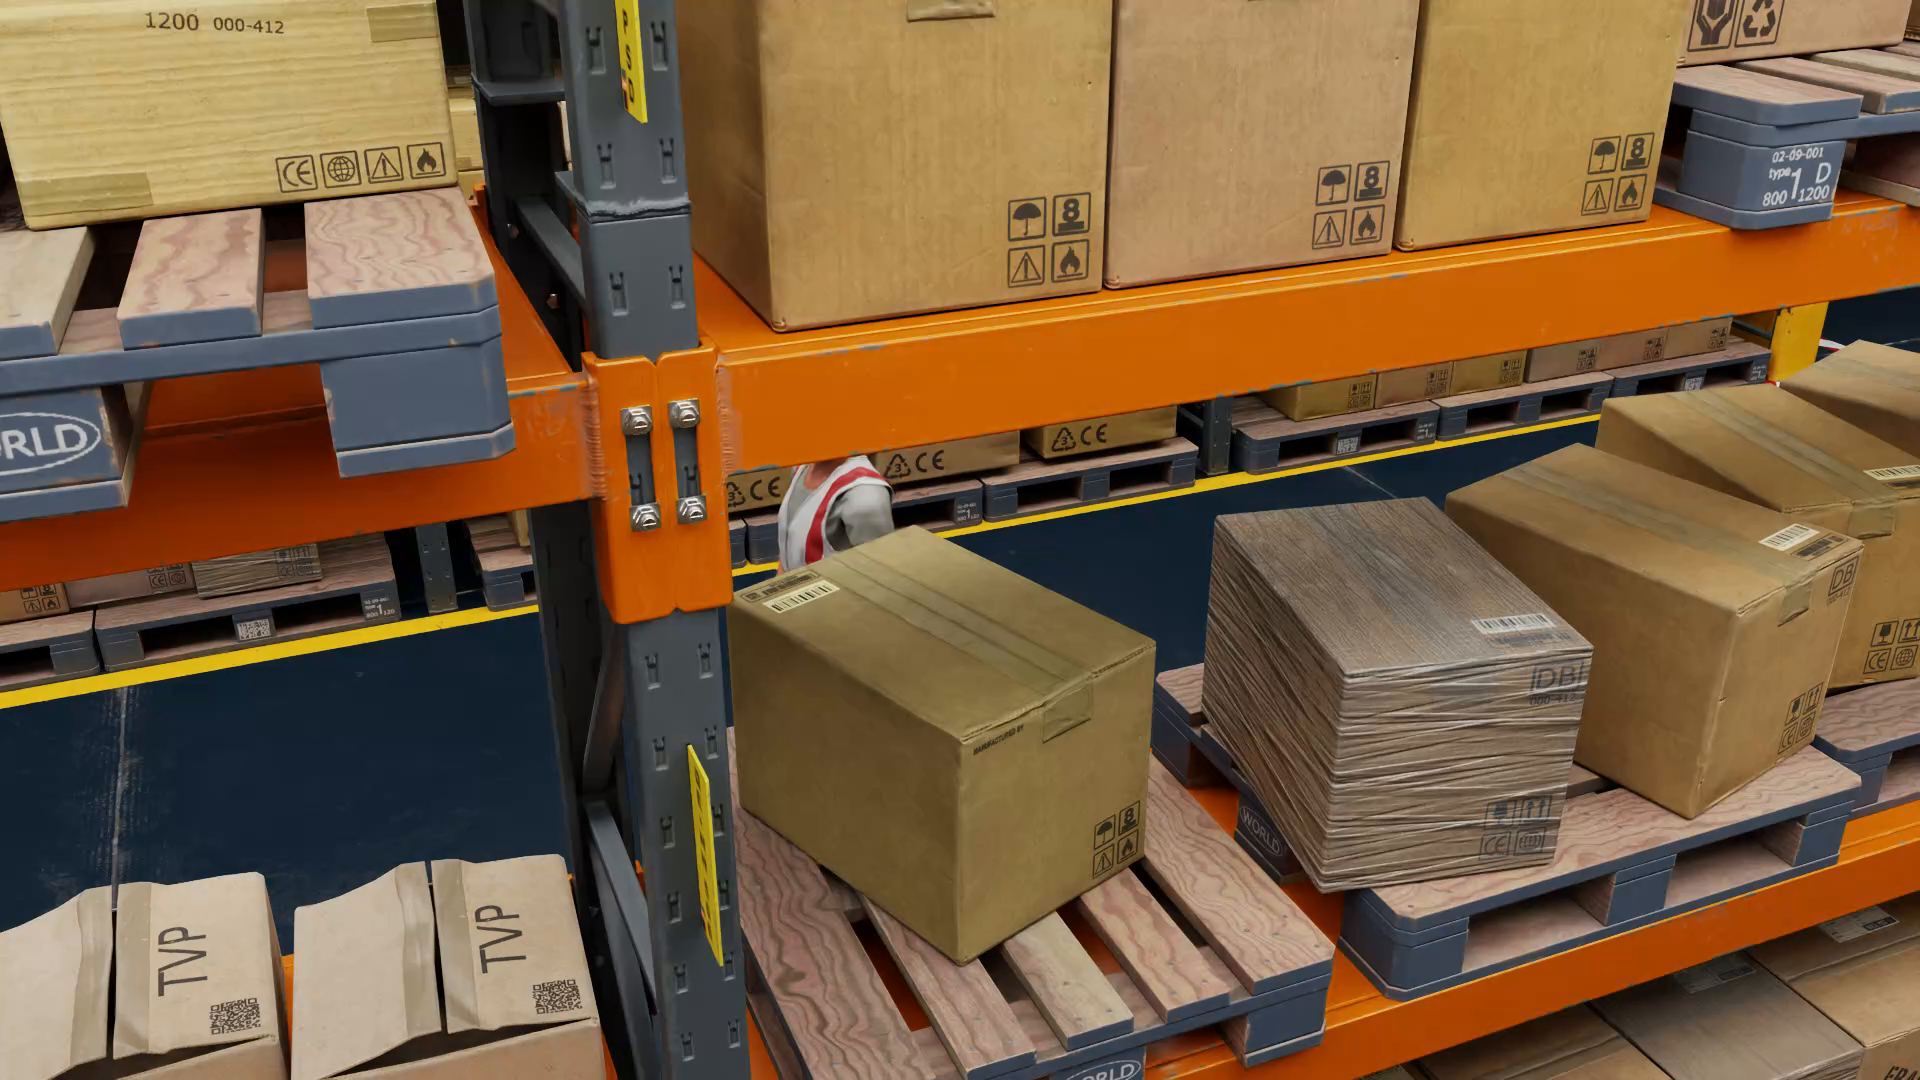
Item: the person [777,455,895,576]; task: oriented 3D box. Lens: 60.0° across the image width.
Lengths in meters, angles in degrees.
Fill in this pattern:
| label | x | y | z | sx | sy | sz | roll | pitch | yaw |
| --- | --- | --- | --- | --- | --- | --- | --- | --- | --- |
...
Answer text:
| label | x | y | z | sx | sy | sz | roll | pitch | yaw |
| --- | --- | --- | --- | --- | --- | --- | --- | --- | --- |
| person | -0.516 | 0.300 | 5.428 | 0.817 | 1.764 | 0.553 | -10 | 27 | -19 |
